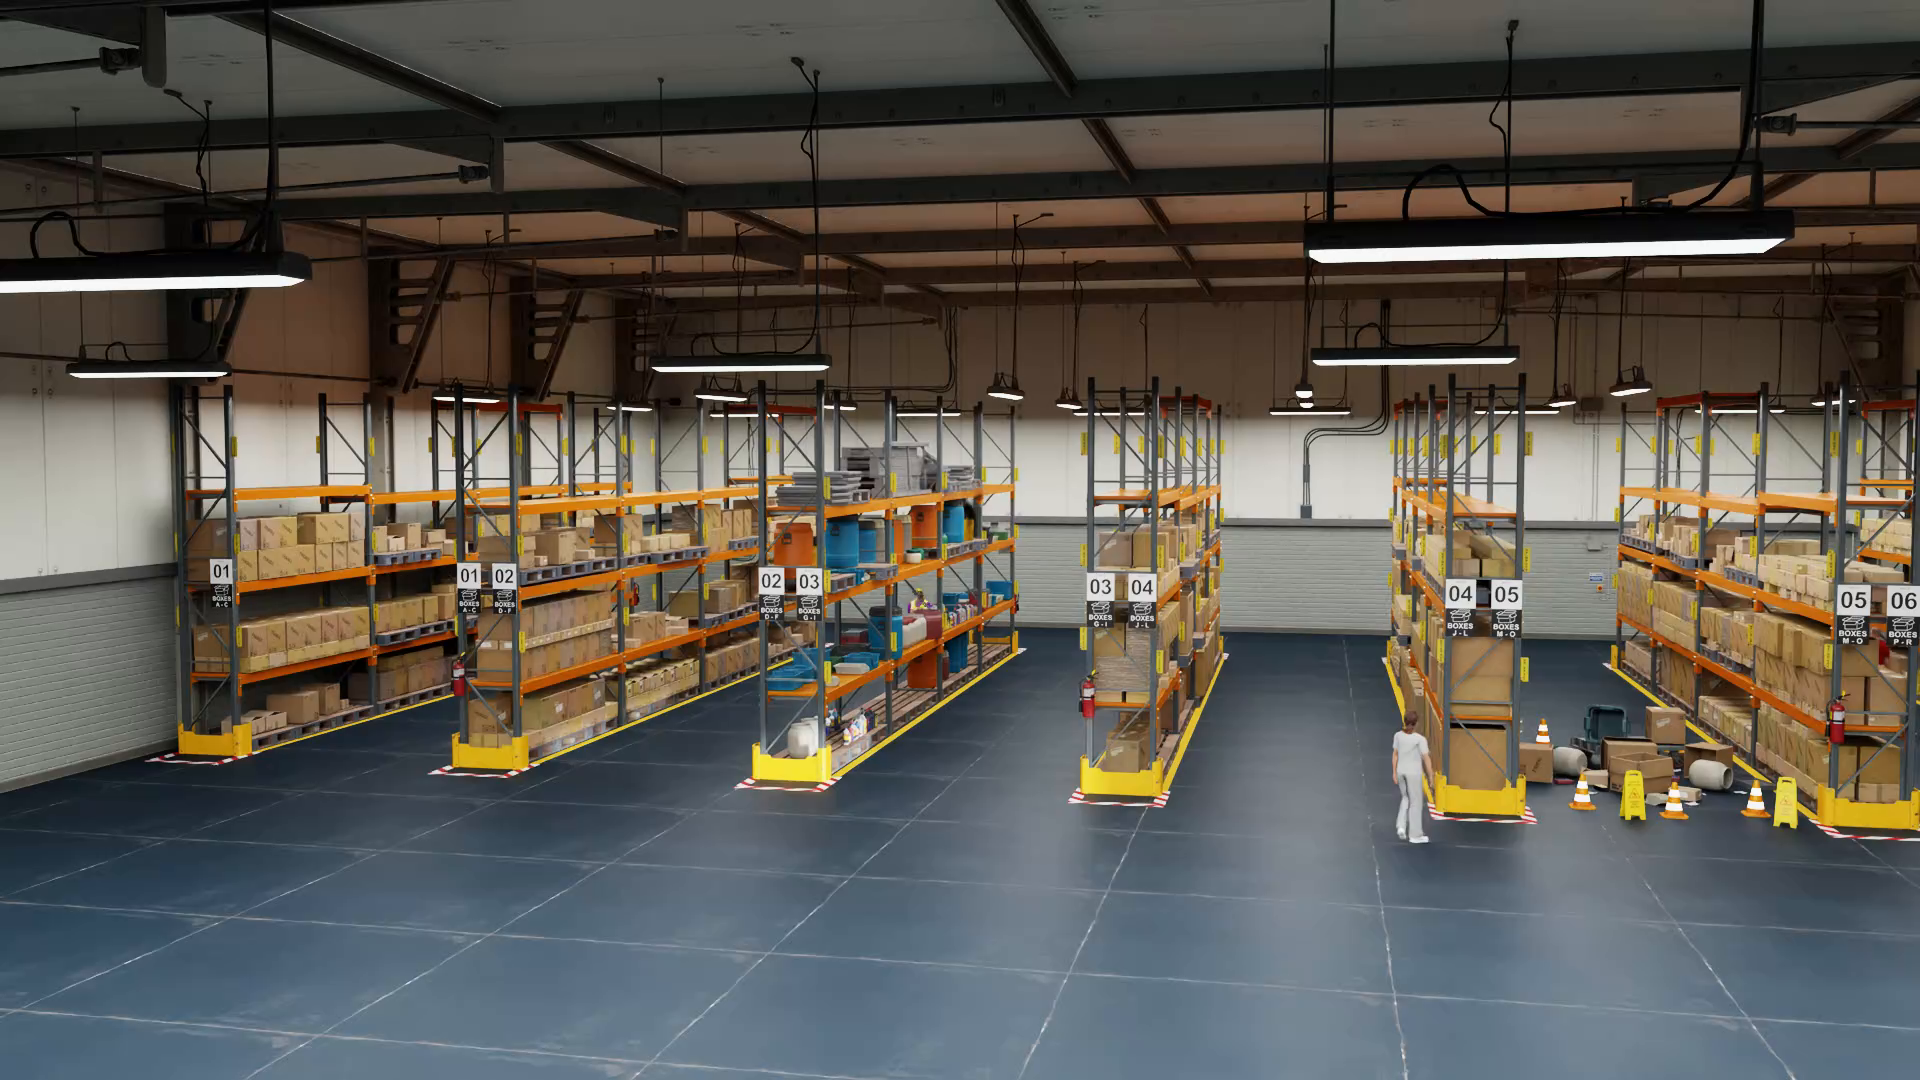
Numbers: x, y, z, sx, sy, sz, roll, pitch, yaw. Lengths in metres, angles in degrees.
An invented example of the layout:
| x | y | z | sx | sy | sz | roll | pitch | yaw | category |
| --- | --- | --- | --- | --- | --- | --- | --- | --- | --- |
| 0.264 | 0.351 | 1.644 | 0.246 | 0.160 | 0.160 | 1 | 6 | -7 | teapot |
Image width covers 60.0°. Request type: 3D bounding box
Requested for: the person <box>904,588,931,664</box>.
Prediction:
| x | y | z | sx | sy | sz | roll | pitch | yaw | category |
| --- | --- | --- | --- | --- | --- | --- | --- | --- | --- |
| -0.929 | 1.967 | 37.951 | 0.710 | 1.714 | 1.029 | 2 | 4 | 32 | person |

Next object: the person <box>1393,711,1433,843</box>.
| x | y | z | sx | sy | sz | roll | pitch | yaw | category |
| --- | --- | --- | --- | --- | --- | --- | --- | --- | --- |
| 5.728 | 2.994 | 21.026 | 0.424 | 1.693 | 0.474 | -2 | 4 | -35 | person |

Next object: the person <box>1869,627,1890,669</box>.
| x | y | z | sx | sy | sz | roll | pitch | yaw | category |
| --- | --- | --- | --- | --- | --- | --- | --- | --- | --- |
| 16.580 | 2.447 | 30.245 | 0.618 | 1.750 | 0.771 | 0 | 3 | 0 | person |
